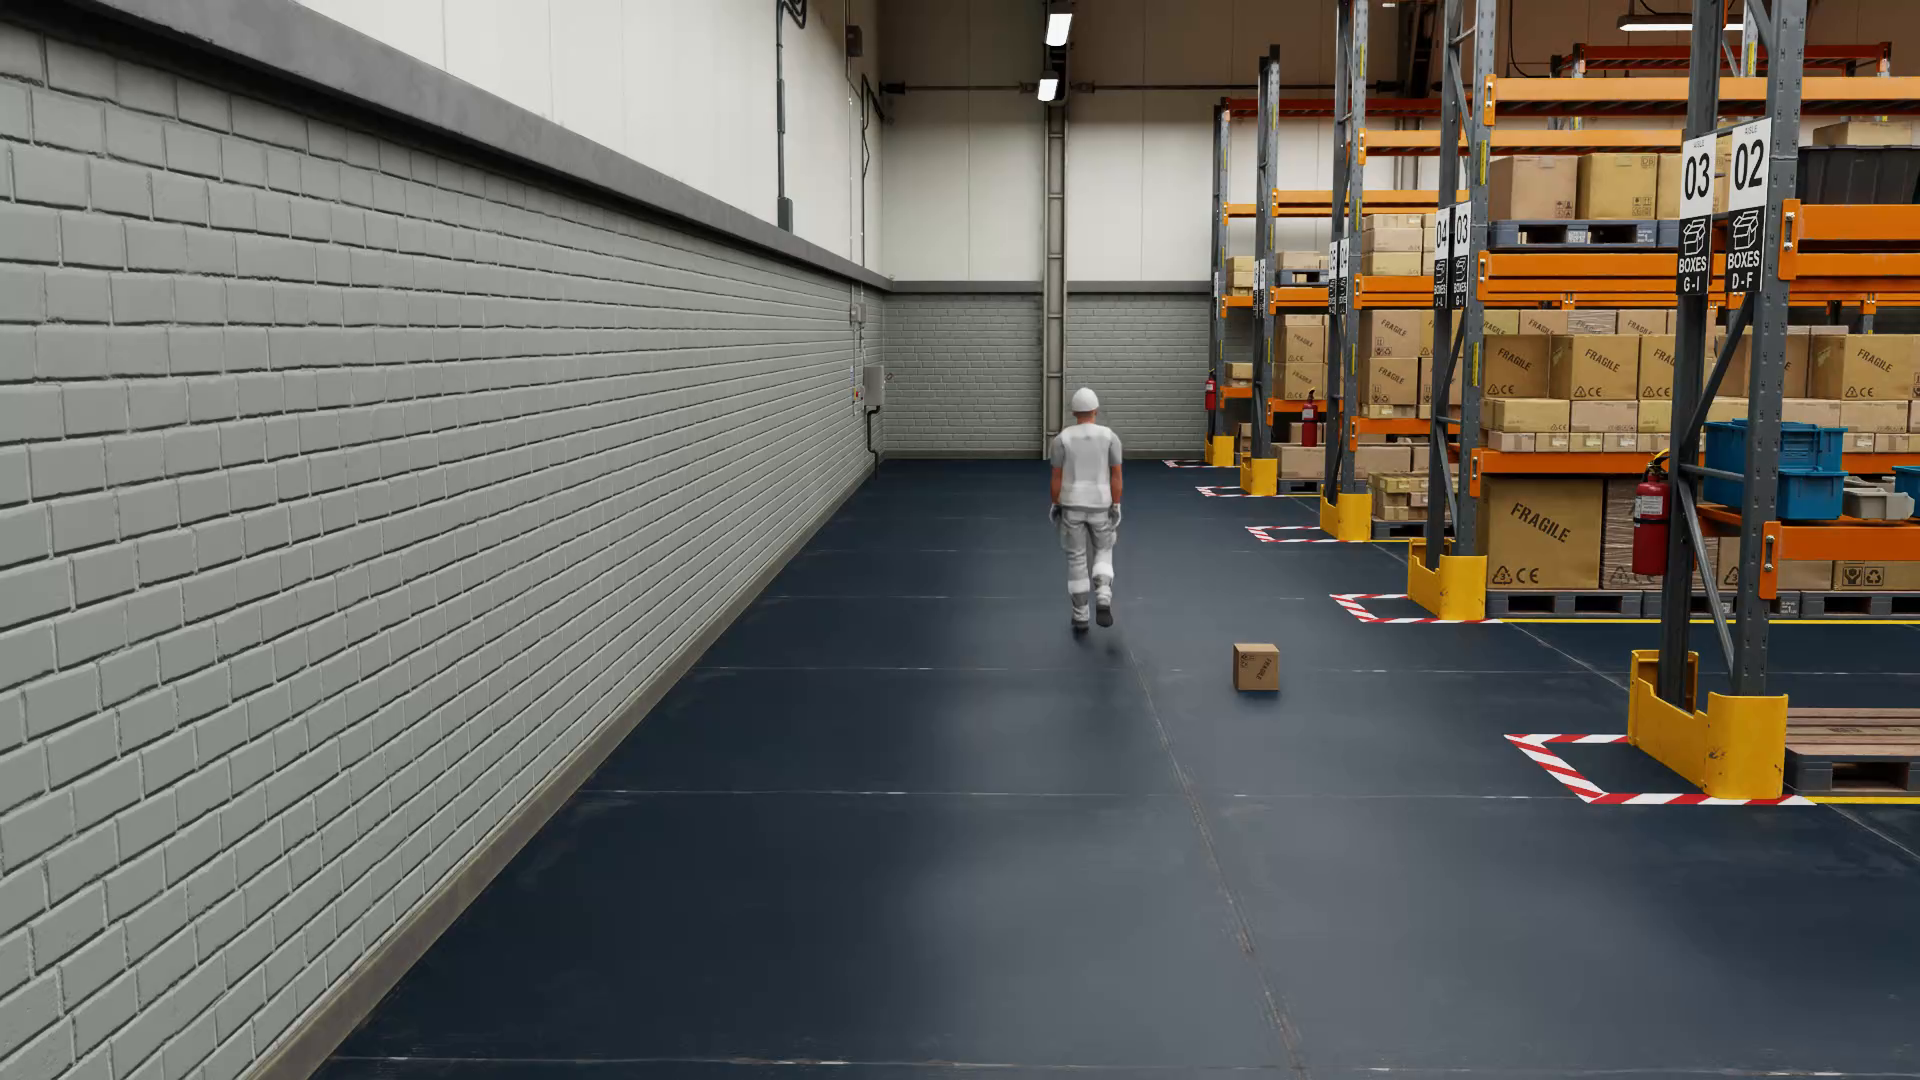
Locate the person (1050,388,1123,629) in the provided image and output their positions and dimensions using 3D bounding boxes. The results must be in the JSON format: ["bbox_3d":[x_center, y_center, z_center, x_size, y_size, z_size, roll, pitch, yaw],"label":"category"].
[{"bbox_3d":[0.934,-0.237,12.381,0.529,1.793,0.444,0,7,-2],"label":"person"}]
